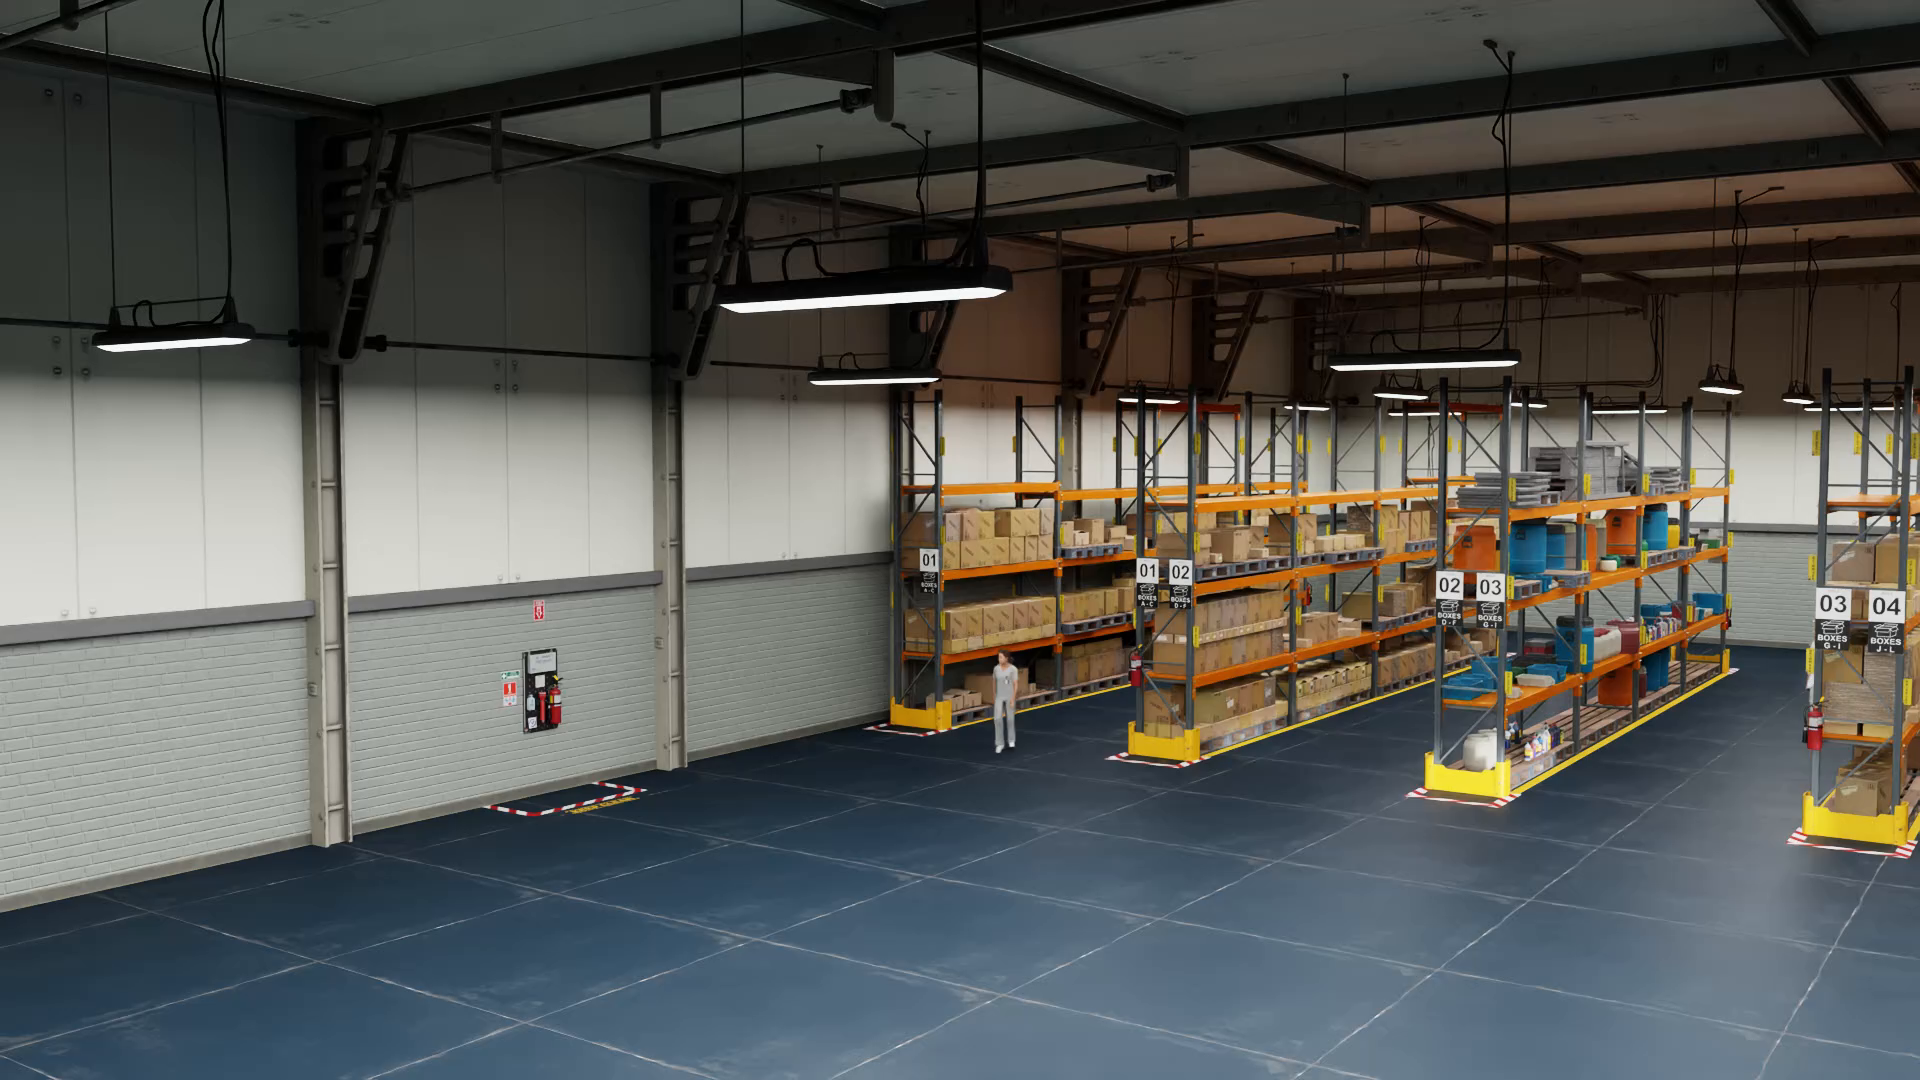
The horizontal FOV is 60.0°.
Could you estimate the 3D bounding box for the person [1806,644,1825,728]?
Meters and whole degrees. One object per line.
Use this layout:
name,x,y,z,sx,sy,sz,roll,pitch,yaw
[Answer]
person,15.306,2.453,29.459,0.552,1.717,1.114,2,4,32

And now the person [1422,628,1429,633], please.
person,12.464,1.606,44.652,0.555,1.748,0.788,-1,3,-15

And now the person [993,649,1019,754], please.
person,0.743,2.649,27.377,0.469,1.723,0.686,1,3,17
